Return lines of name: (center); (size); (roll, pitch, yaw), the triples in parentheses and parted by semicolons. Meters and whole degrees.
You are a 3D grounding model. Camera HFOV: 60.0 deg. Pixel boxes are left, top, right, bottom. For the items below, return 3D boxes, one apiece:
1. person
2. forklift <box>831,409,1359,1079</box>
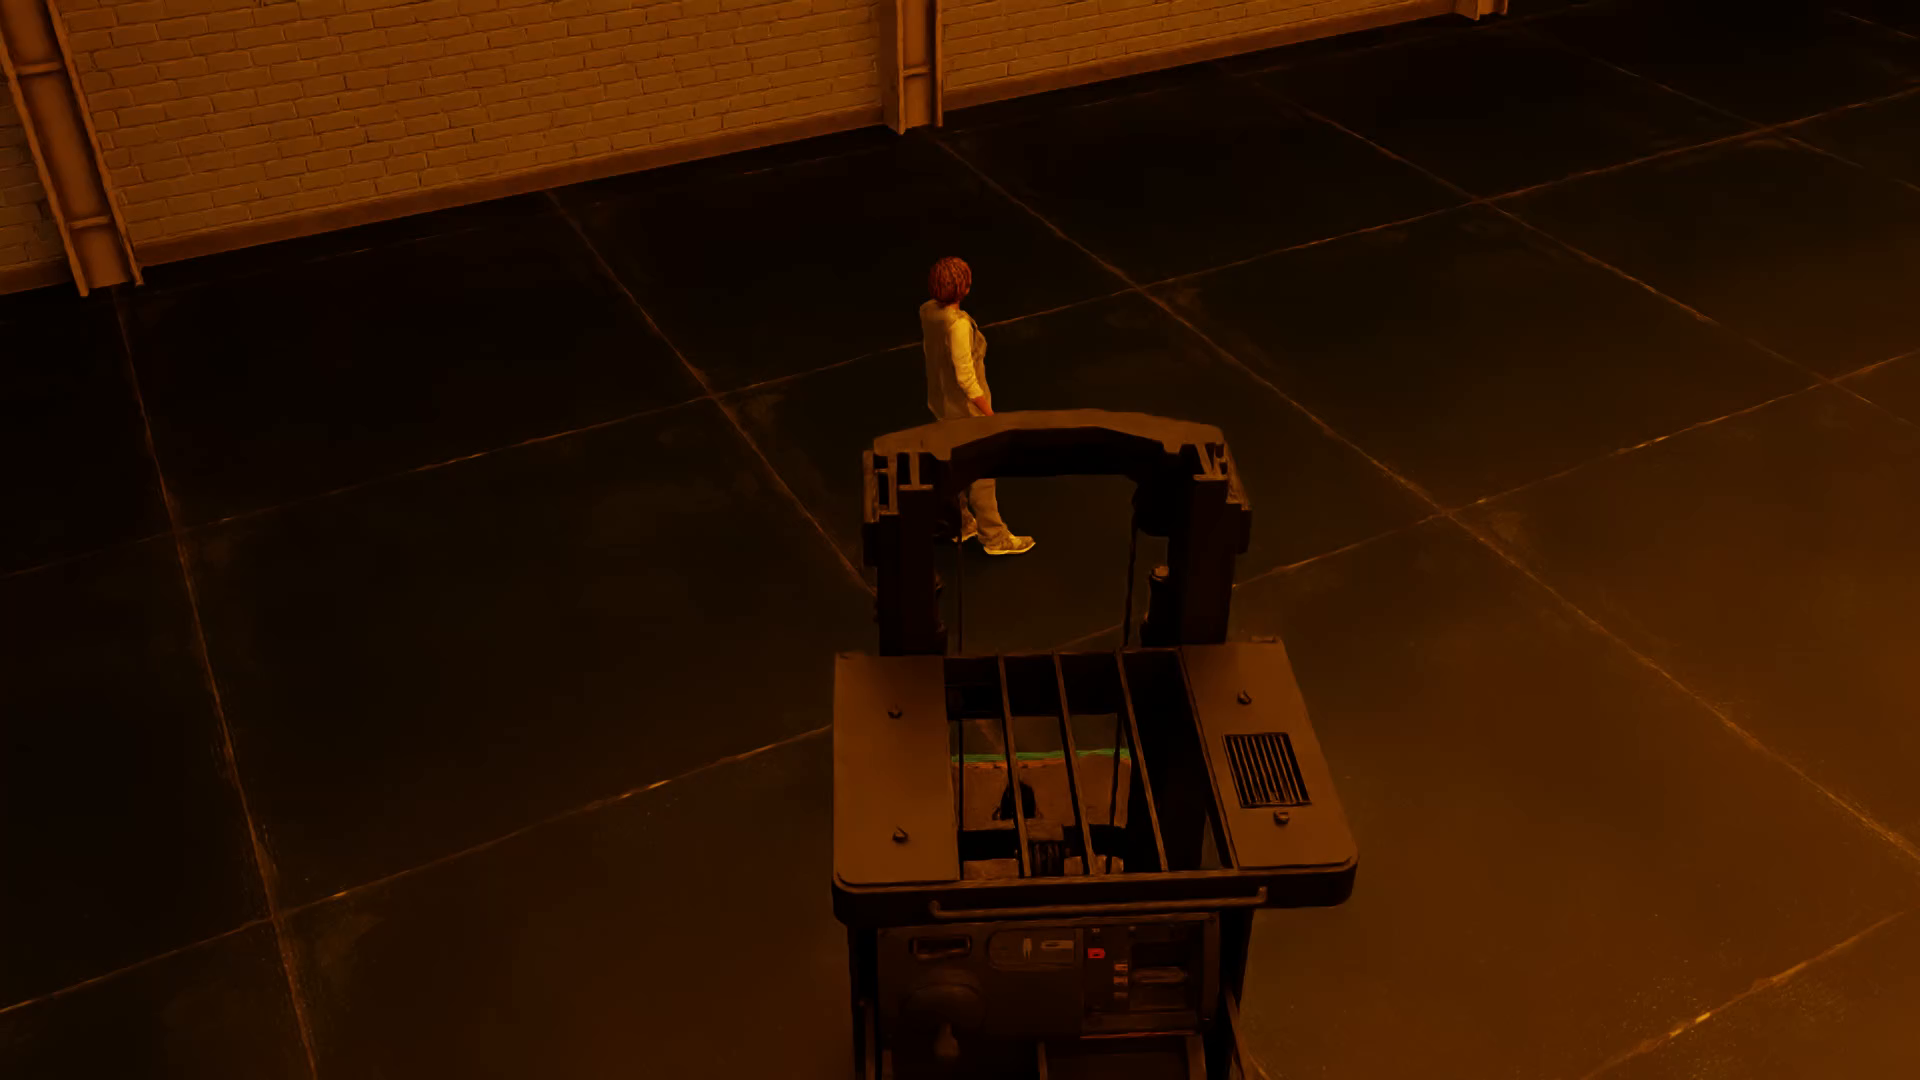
person: (0.072, -0.671, 8.216); (0.474, 1.597, 0.521); (-17, 39, -23)
forklift: (0.256, 1.263, 4.337); (1.130, 2.935, 3.031); (-2, 35, -3)
